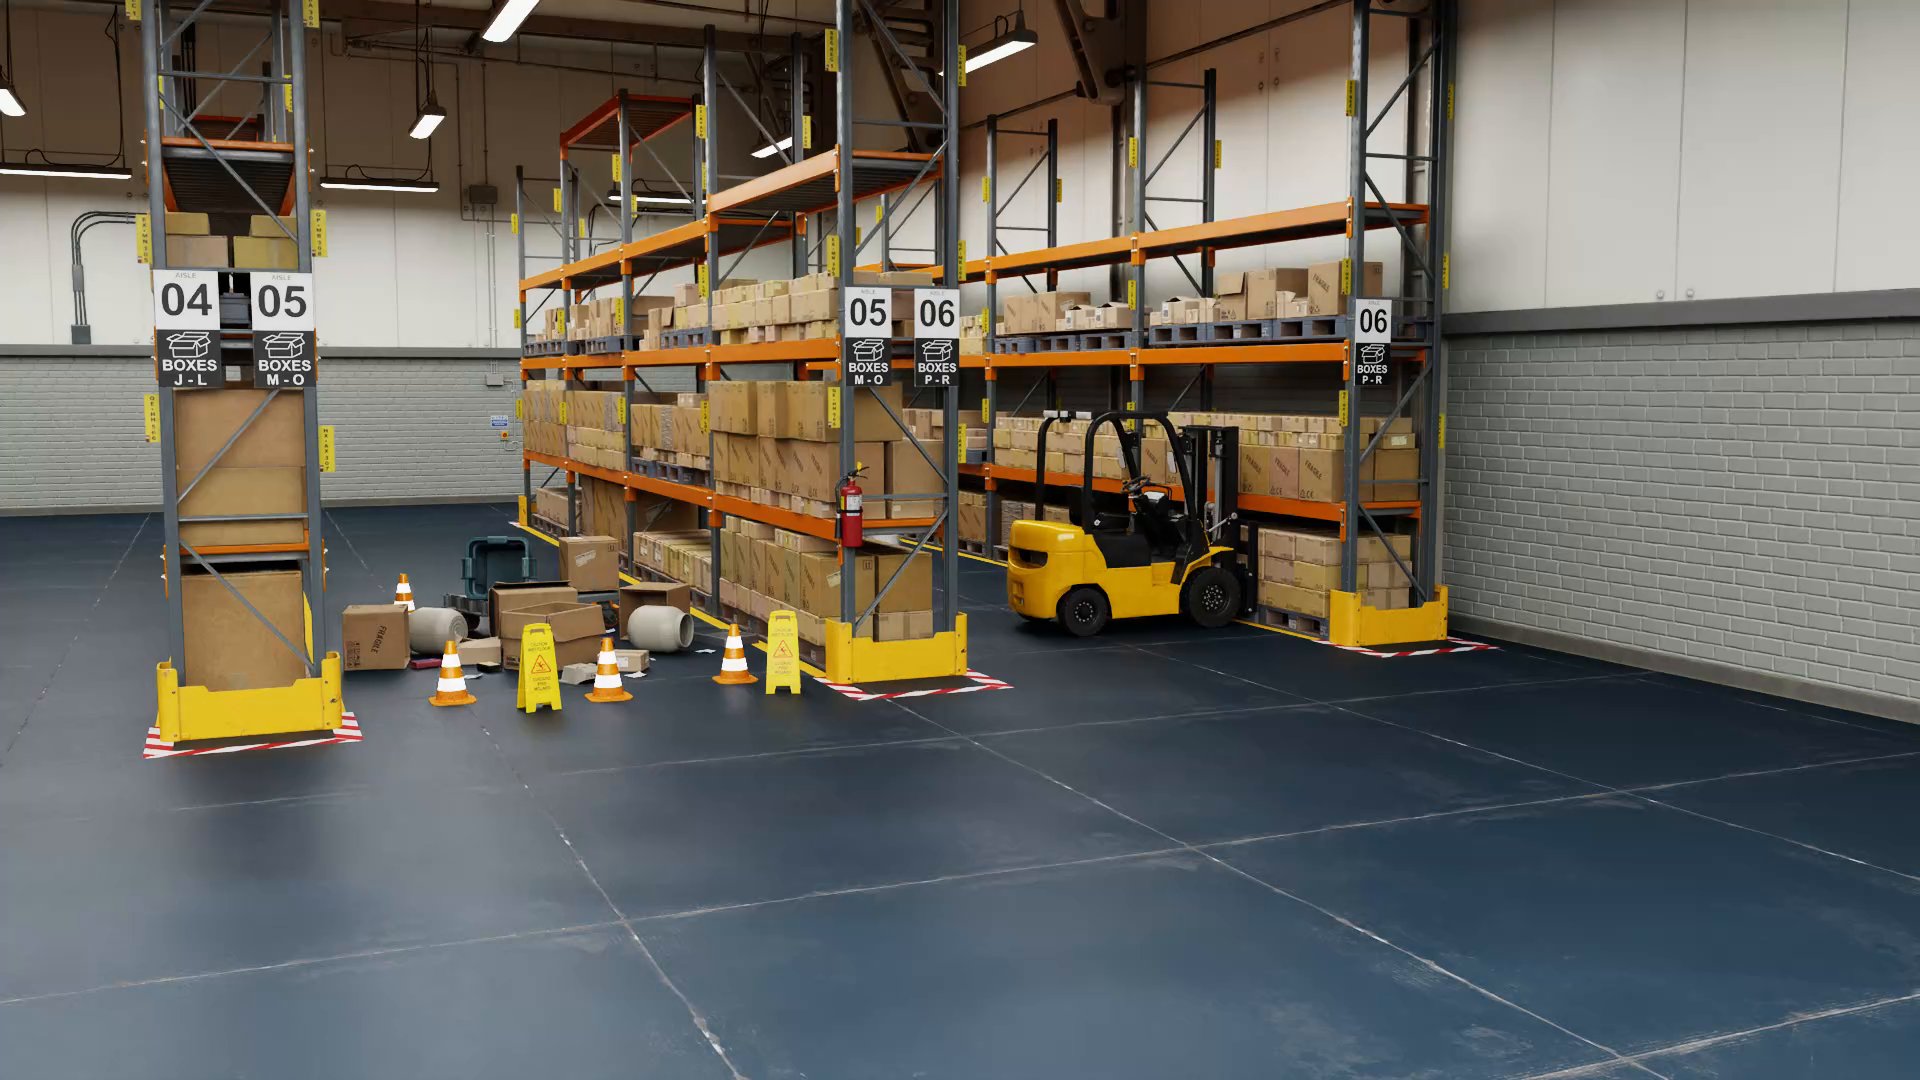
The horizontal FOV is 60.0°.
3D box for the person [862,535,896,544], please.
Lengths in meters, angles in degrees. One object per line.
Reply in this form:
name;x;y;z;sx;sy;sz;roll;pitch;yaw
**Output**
person;-0.999;-0.046;18.779;0.418;1.422;0.809;-3;6;-25
